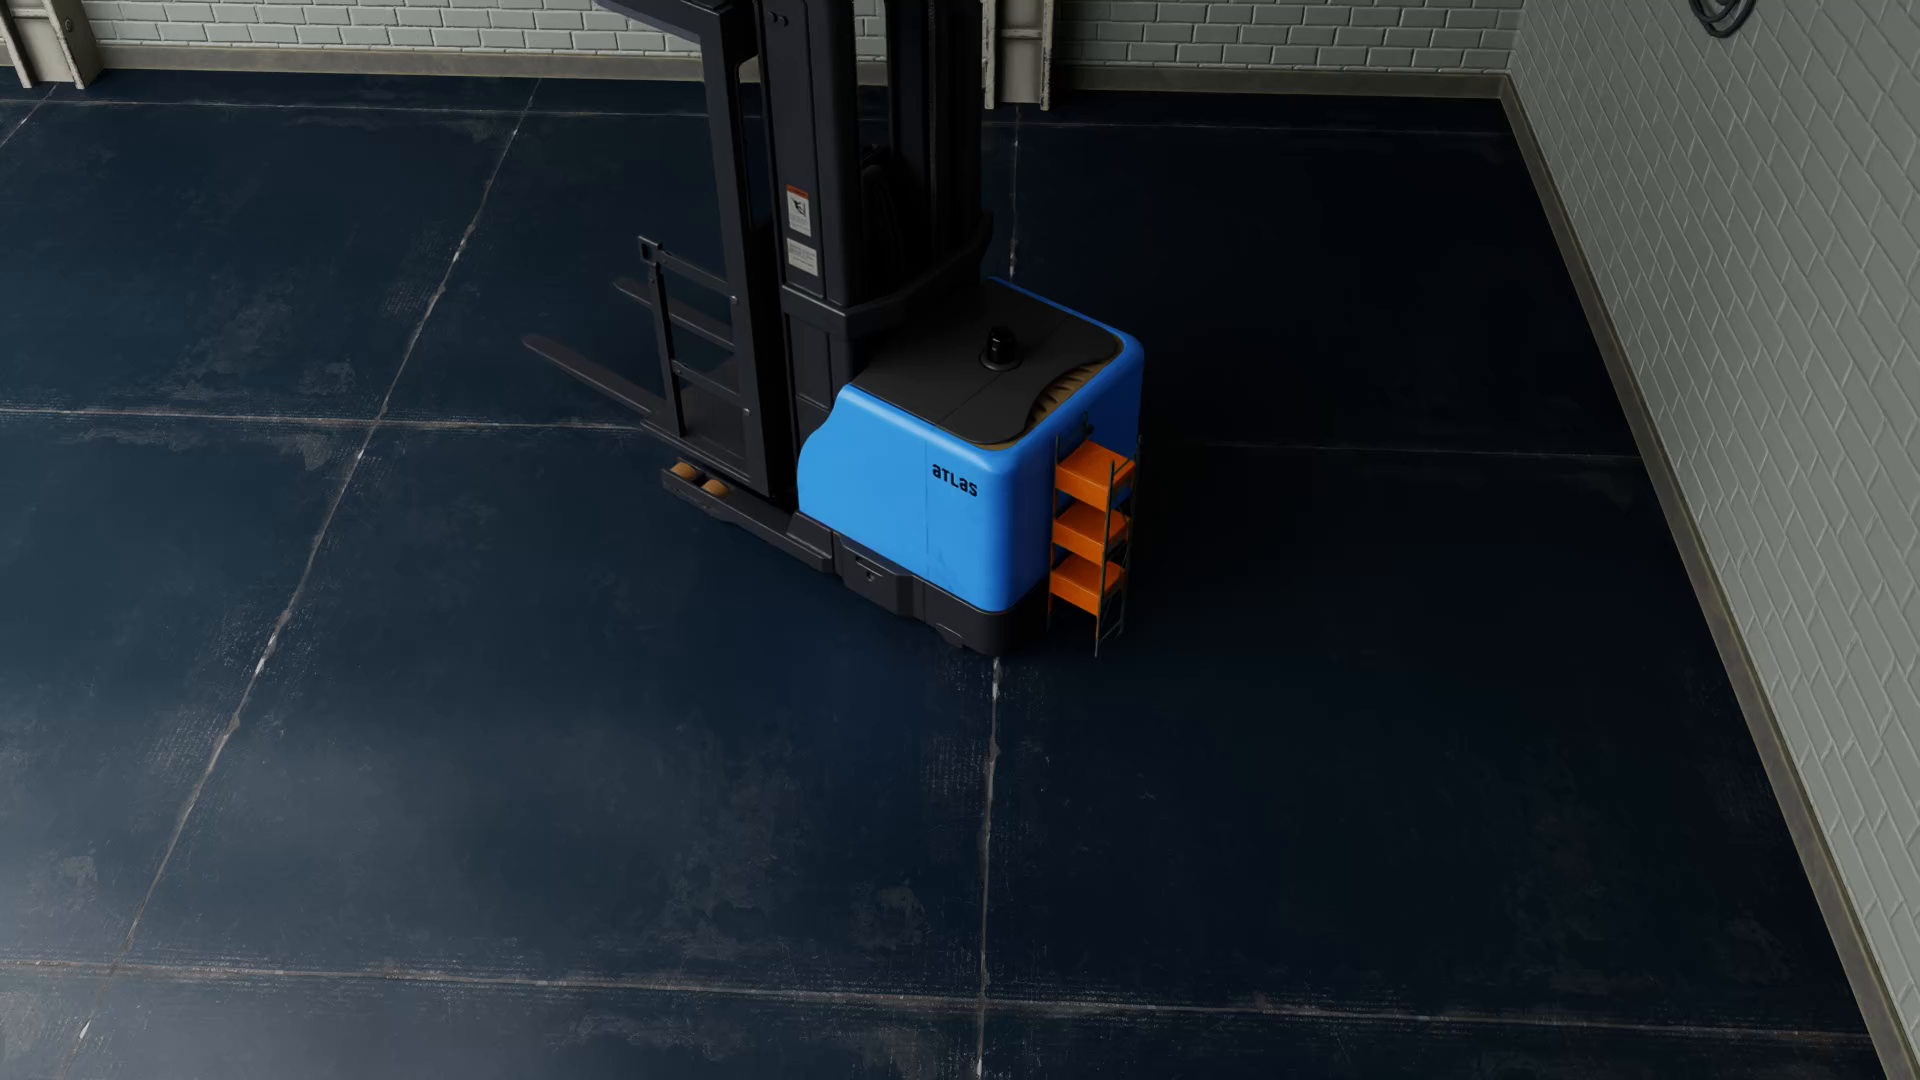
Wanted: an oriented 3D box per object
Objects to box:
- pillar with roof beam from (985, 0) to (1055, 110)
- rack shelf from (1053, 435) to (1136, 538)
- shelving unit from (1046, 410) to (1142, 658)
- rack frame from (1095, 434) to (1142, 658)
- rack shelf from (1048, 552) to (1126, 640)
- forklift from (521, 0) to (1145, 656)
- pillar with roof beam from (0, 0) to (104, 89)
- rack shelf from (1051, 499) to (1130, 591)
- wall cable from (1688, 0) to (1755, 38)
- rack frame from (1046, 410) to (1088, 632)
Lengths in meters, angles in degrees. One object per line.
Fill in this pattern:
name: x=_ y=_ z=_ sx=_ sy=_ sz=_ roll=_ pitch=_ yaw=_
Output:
pillar with roof beam: x=0.164 y=-3.096 z=4.057 sx=0.400 sy=9.000 sz=9.100 roll=2 pitch=43 yaw=2
rack shelf: x=0.520 y=-0.206 z=6.385 sx=0.240 sy=0.259 sz=0.215 roll=28 pitch=50 yaw=26
shelving unit: x=0.520 y=-0.006 z=6.571 sx=0.252 sy=1.050 sz=0.215 roll=28 pitch=50 yaw=26
rack frame: x=0.617 y=0.045 z=6.517 sx=0.008 sy=1.050 sz=0.200 roll=28 pitch=50 yaw=26
rack shelf: x=0.520 y=0.205 z=6.768 sx=0.240 sy=0.259 sz=0.215 roll=28 pitch=50 yaw=26
forklift: x=-0.724 y=-1.434 z=6.724 sx=3.031 sy=2.935 sz=1.130 roll=28 pitch=50 yaw=26
pillar with roof beam: x=-5.830 y=-3.280 z=4.254 sx=0.400 sy=9.000 sz=9.100 roll=2 pitch=43 yaw=2
rack shelf: x=0.520 y=0.002 z=6.579 sx=0.240 sy=0.259 sz=0.215 roll=28 pitch=50 yaw=26
wall cable: x=3.241 y=-3.900 z=7.198 sx=0.112 sy=2.526 sz=3.097 roll=2 pitch=43 yaw=2
rack frame: x=0.423 y=-0.057 z=6.626 sx=0.008 sy=1.050 sz=0.200 roll=28 pitch=50 yaw=26
